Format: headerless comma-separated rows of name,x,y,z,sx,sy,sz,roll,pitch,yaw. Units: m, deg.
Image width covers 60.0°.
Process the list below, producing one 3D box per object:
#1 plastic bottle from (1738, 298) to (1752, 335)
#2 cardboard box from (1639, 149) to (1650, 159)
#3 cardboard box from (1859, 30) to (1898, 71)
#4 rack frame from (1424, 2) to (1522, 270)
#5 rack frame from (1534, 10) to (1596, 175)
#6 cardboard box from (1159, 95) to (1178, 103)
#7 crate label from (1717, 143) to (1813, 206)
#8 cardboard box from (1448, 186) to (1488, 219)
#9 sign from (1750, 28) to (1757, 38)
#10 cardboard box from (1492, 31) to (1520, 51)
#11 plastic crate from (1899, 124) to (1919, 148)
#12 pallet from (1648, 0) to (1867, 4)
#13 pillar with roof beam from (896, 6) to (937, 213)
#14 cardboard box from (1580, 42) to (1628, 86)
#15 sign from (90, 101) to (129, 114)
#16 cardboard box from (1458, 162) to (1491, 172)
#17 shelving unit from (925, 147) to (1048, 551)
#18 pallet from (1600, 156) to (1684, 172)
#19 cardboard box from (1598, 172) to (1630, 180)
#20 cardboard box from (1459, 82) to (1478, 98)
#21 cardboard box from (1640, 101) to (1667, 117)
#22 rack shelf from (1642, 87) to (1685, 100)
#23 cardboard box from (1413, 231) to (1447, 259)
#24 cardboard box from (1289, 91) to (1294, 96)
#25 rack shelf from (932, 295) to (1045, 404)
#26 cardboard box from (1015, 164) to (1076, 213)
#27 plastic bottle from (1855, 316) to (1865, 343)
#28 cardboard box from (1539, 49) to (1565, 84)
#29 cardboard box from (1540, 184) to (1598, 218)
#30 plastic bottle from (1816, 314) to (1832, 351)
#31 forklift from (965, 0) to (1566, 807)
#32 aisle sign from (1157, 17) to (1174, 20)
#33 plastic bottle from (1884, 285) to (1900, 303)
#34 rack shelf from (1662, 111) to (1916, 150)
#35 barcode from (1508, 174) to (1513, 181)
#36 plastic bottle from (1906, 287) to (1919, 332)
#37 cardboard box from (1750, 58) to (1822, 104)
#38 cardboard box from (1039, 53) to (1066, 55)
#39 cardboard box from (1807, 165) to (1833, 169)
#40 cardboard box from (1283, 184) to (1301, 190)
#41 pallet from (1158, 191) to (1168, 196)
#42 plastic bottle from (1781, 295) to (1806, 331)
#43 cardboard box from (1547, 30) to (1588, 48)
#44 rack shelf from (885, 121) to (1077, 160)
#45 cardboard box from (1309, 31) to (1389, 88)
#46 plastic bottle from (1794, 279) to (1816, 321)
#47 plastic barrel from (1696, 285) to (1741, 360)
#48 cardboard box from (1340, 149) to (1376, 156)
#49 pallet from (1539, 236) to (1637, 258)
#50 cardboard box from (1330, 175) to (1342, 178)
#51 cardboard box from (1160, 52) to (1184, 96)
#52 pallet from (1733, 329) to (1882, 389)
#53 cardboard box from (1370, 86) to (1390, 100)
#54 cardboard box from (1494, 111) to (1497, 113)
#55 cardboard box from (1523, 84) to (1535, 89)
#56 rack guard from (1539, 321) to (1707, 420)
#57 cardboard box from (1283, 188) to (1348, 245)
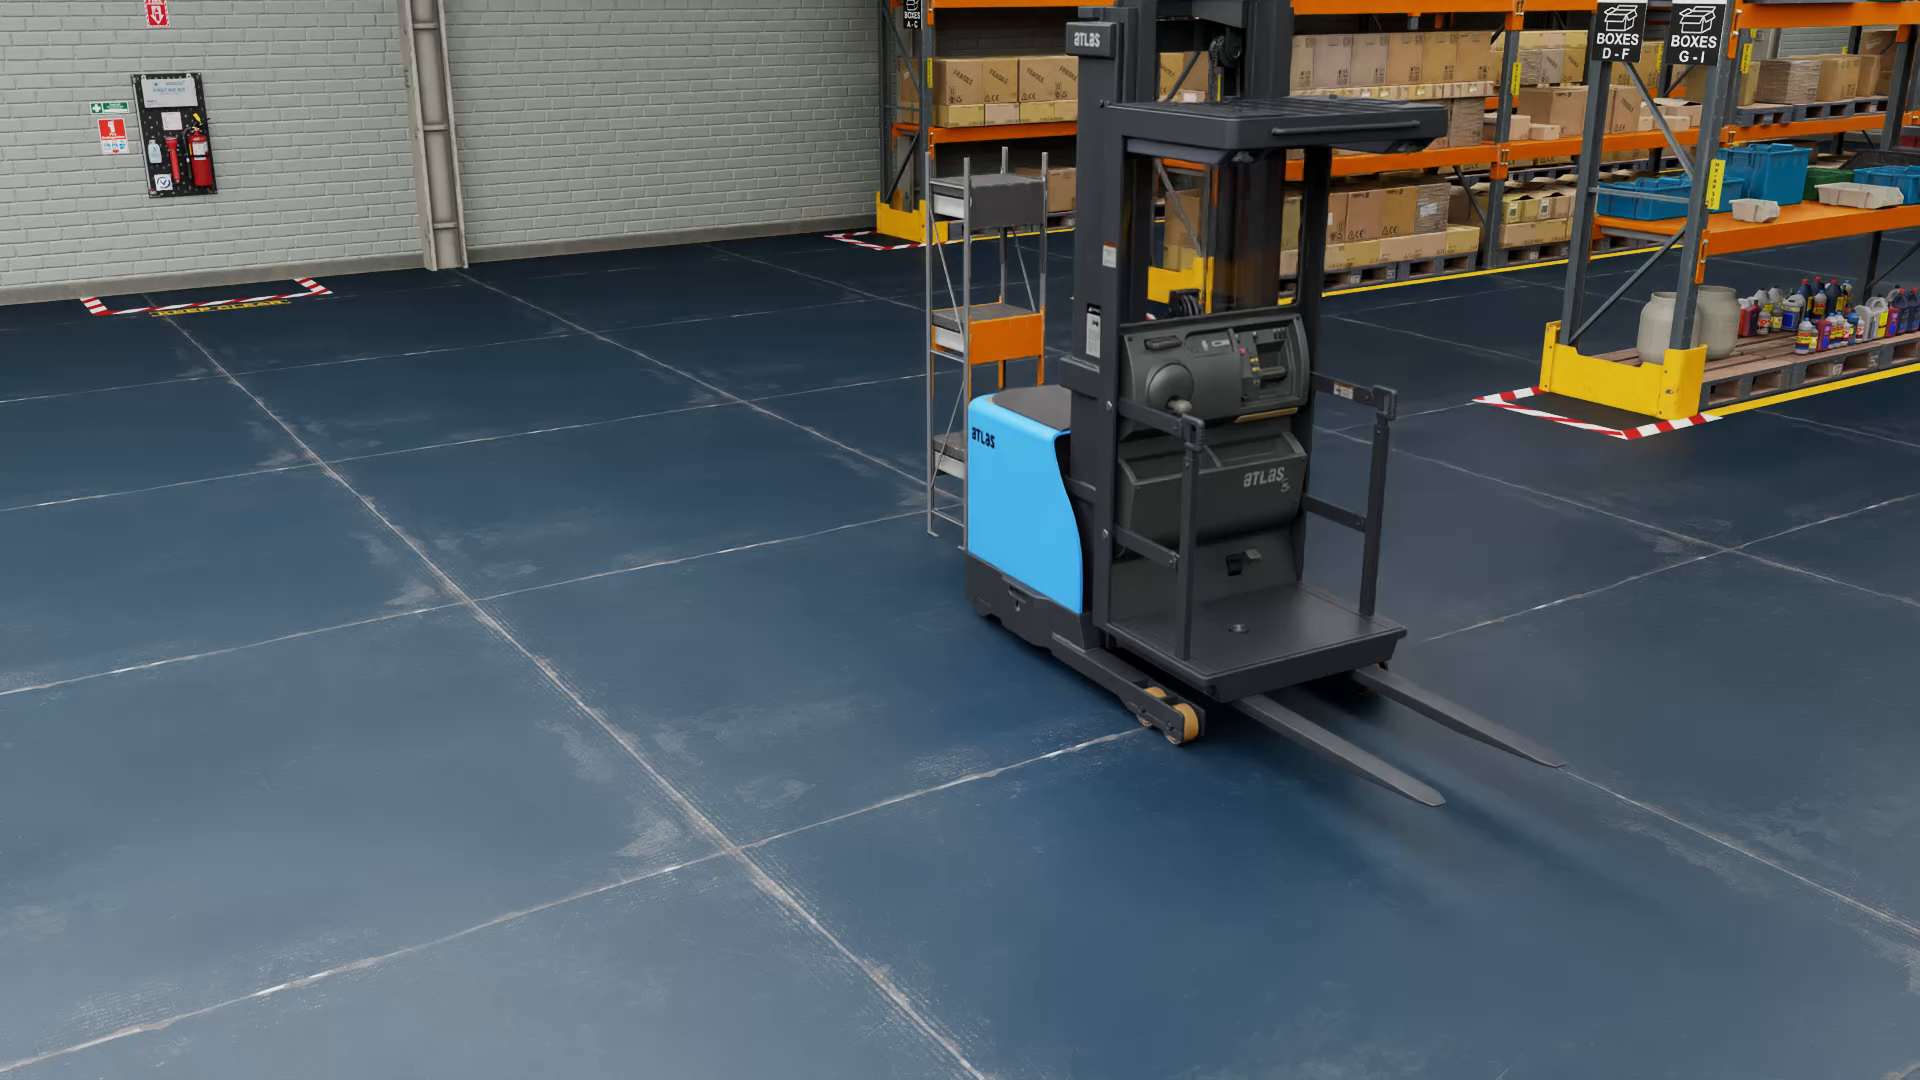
plastic bottle,6.321,-1.815,13.497,0.135,0.276,0.152,-12,22,-31
cardboard box,10.908,-6.479,26.974,0.500,0.500,0.700,-11,22,-30
cardboard box,12.383,-6.538,22.183,0.500,0.500,0.500,-12,22,-31
rack frame,5.422,-4.449,17.722,0.127,3.000,1.000,-12,22,-31
rack frame,9.376,-7.183,25.808,0.127,3.000,1.000,-12,22,-31
cardboard box,2.465,-5.548,21.174,0.500,0.250,0.500,-12,22,-31
crate label,6.191,-2.833,12.885,0.616,0.435,0.502,-12,22,-31
cardboard box,5.602,-3.760,18.444,0.500,0.311,0.500,-12,22,-31
sign,13.003,-8.401,27.232,0.005,0.325,0.100,-12,22,-31
cardboard box,7.843,-7.318,24.385,0.500,0.250,0.500,-12,22,-33
plastic crate,8.379,-3.321,14.286,0.583,0.464,0.402,-12,22,-31
pallet,5.547,-3.870,11.621,1.213,0.211,1.003,-12,22,-31
pillar with roof beam,1.830,-7.114,16.238,0.400,9.000,9.100,-12,22,-31
cardboard box,9.838,-7.416,26.030,0.700,0.700,0.980,-12,22,-31
sign,-8.143,-4.139,15.920,0.331,0.109,0.001,-12,22,-31
cardboard box,7.456,-5.906,24.732,0.750,0.750,0.750,-12,22,-32
shelving unit,0.138,-1.024,8.995,0.503,2.100,0.431,-12,22,-31
pallet,11.074,-6.191,27.228,1.213,0.211,1.003,-12,22,-31
cardboard box,7.730,-4.208,19.769,0.500,0.311,0.500,-13,22,-33
cardboard box,5.105,-4.656,17.164,0.250,0.149,0.380,-12,22,-33
cardboard box,7.909,-5.006,19.508,0.500,0.311,0.500,-12,22,-32
rack shelf,11.046,-7.194,26.965,4.000,0.370,1.077,-12,22,-31
cardboard box,4.732,-3.120,17.428,0.500,0.250,0.500,-12,22,-31
cardboard box,2.955,-4.202,15.821,0.250,0.149,0.380,-12,22,-31
rack shelf,0.138,-1.011,8.999,0.480,0.518,0.431,-12,22,-31
cardboard box,1.097,-4.408,20.815,0.500,0.500,0.700,-14,23,-35
plastic bottle,7.112,-1.670,13.183,0.097,0.201,0.097,0,19,0
cardboard box,8.708,-7.139,25.027,0.500,0.500,0.500,-12,22,-31
cardboard box,6.757,-3.796,18.551,0.500,0.311,0.500,-13,22,-33
plastic bottle,6.687,-1.612,12.884,0.133,0.283,0.061,-11,22,-31
forklift,1.192,-0.722,6.805,1.130,2.935,3.031,-10,21,-28
aisle sign,1.865,-5.043,15.420,0.004,0.787,0.394,-12,22,-31
plastic bottle,7.684,-1.925,13.706,0.185,0.351,0.144,-12,22,-31
rack shelf,10.433,-5.166,20.964,4.000,0.370,1.077,-12,22,-31
barcode,5.864,-3.862,17.702,0.075,0.075,0.001,-12,22,-31
plastic bottle,7.764,-1.887,13.592,0.185,0.351,0.144,-13,22,-33
cardboard box,10.095,-5.651,20.466,0.500,0.500,0.700,-8,20,-21
cardboard box,1.334,-5.864,20.939,0.500,0.500,0.500,-11,22,-30
cardboard box,10.589,-4.456,20.958,0.500,0.500,0.500,-13,23,-33
cardboard box,3.192,-3.351,16.939,0.500,0.500,0.500,-12,22,-31
pallet,3.344,-4.590,22.493,1.213,0.211,1.003,-12,22,-31
plastic bottle,6.830,-1.868,13.651,0.135,0.276,0.152,-12,22,-31
cardboard box,9.126,-7.585,25.175,0.500,0.250,0.500,-11,22,-30
rack shelf,1.024,-5.081,20.713,4.000,0.370,1.077,-12,22,-31
cardboard box,3.797,-4.766,16.478,0.500,0.500,0.700,-12,22,-31
plastic bottle,7.083,-2.013,13.965,0.185,0.351,0.144,-13,23,-34
plastic barrel,5.729,-1.664,12.713,0.421,0.512,0.421,0,19,0
cardboard box,3.769,-4.144,16.664,0.500,0.500,0.700,-11,22,-30
pallet,7.036,-3.485,19.223,1.213,0.211,1.003,-12,22,-31
cardboard box,4.968,-5.302,23.461,0.500,0.500,0.700,-12,22,-31
cardboard box,2.470,-5.901,21.050,0.500,0.500,0.500,-12,22,-32
pallet,6.539,-1.480,13.292,1.213,0.211,1.003,-12,22,-31
cardboard box,4.031,-4.428,16.490,0.250,0.149,0.380,-11,22,-30
cardboard box,6.055,-4.590,18.347,0.258,0.266,0.396,-13,22,-33
cardboard box,8.381,-6.766,24.936,0.250,0.149,0.380,-12,22,-31
rack guard,4.840,-1.261,12.195,0.348,0.500,1.175,-12,22,-31
cardboard box,3.478,-3.212,16.527,0.500,0.500,0.500,-12,22,-31
